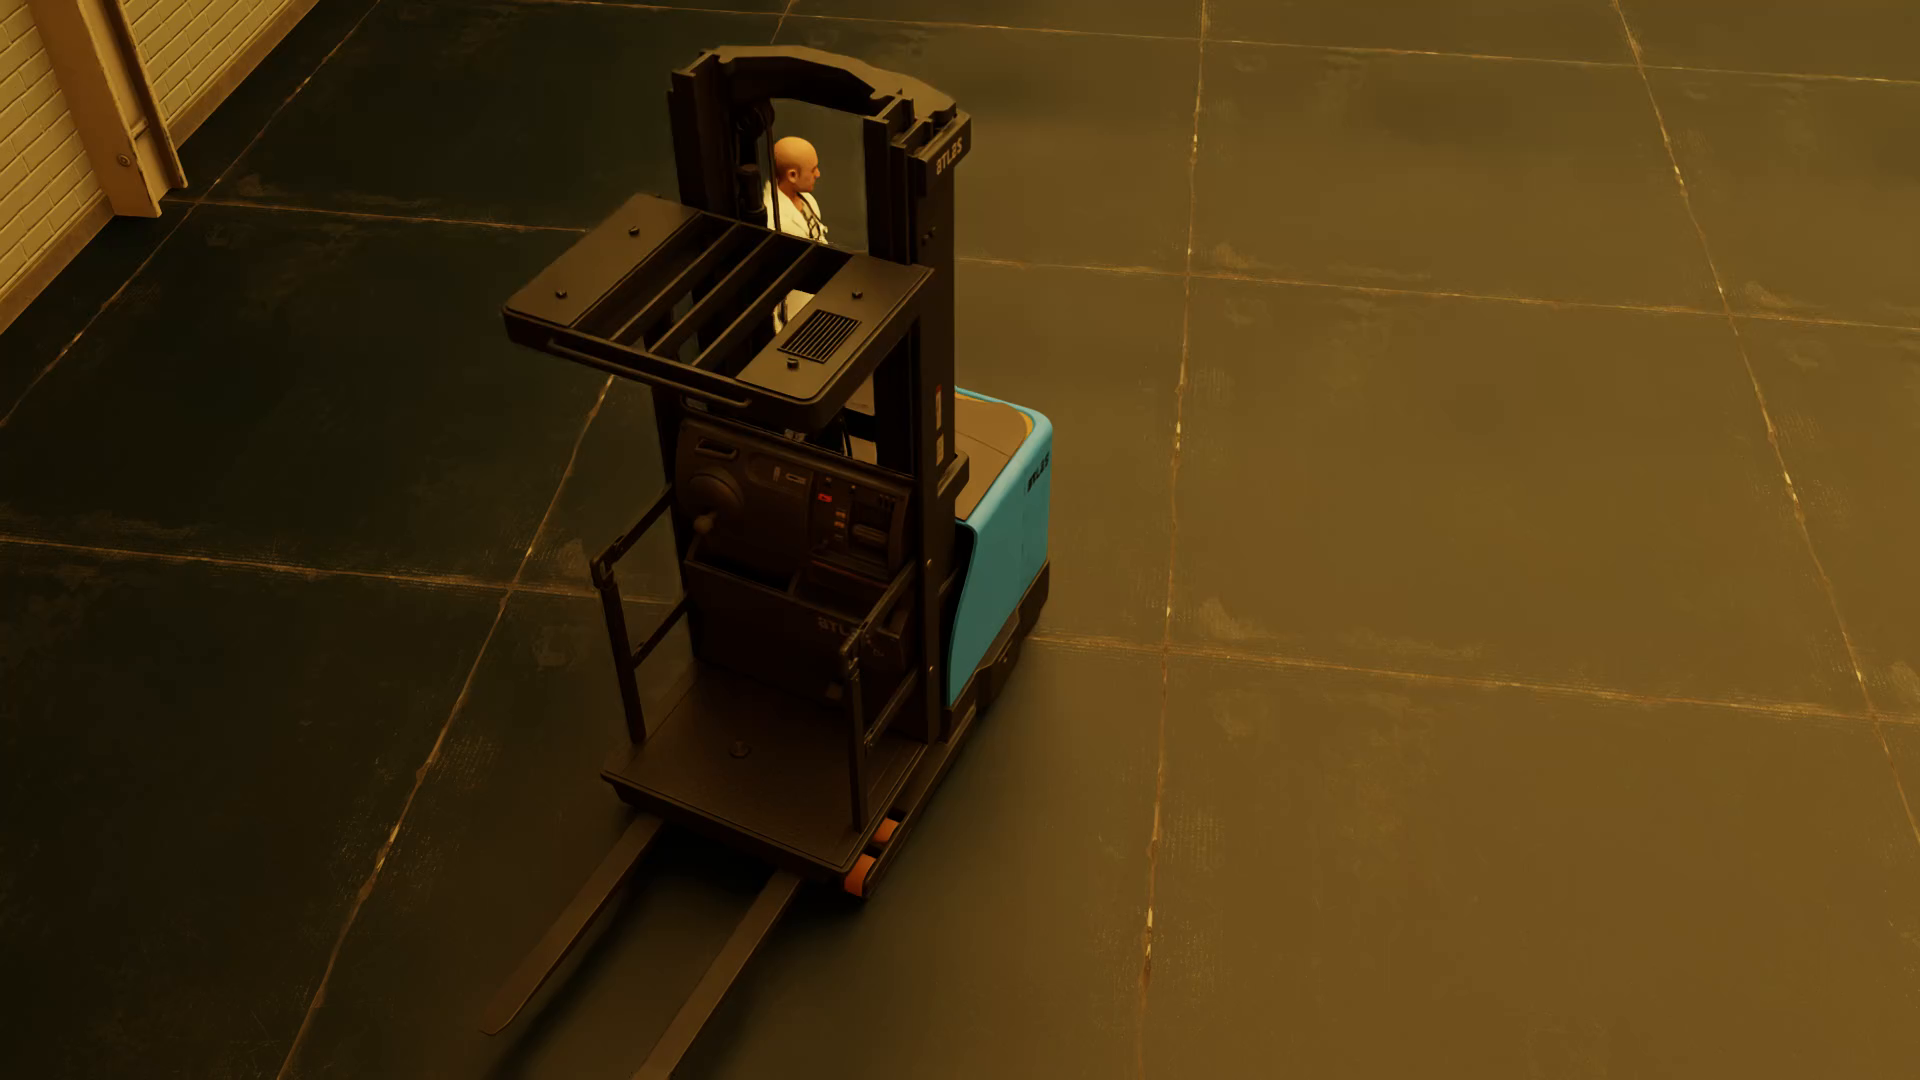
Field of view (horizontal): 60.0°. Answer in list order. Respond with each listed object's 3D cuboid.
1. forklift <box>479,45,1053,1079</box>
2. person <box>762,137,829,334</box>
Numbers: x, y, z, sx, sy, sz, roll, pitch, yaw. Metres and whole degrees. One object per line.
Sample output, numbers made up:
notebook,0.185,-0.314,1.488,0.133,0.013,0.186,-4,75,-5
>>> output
forklift,-0.698,-0.052,5.781,1.130,2.935,3.031,18,46,19
person,-0.750,-1.094,7.788,0.459,1.753,0.817,5,43,5
